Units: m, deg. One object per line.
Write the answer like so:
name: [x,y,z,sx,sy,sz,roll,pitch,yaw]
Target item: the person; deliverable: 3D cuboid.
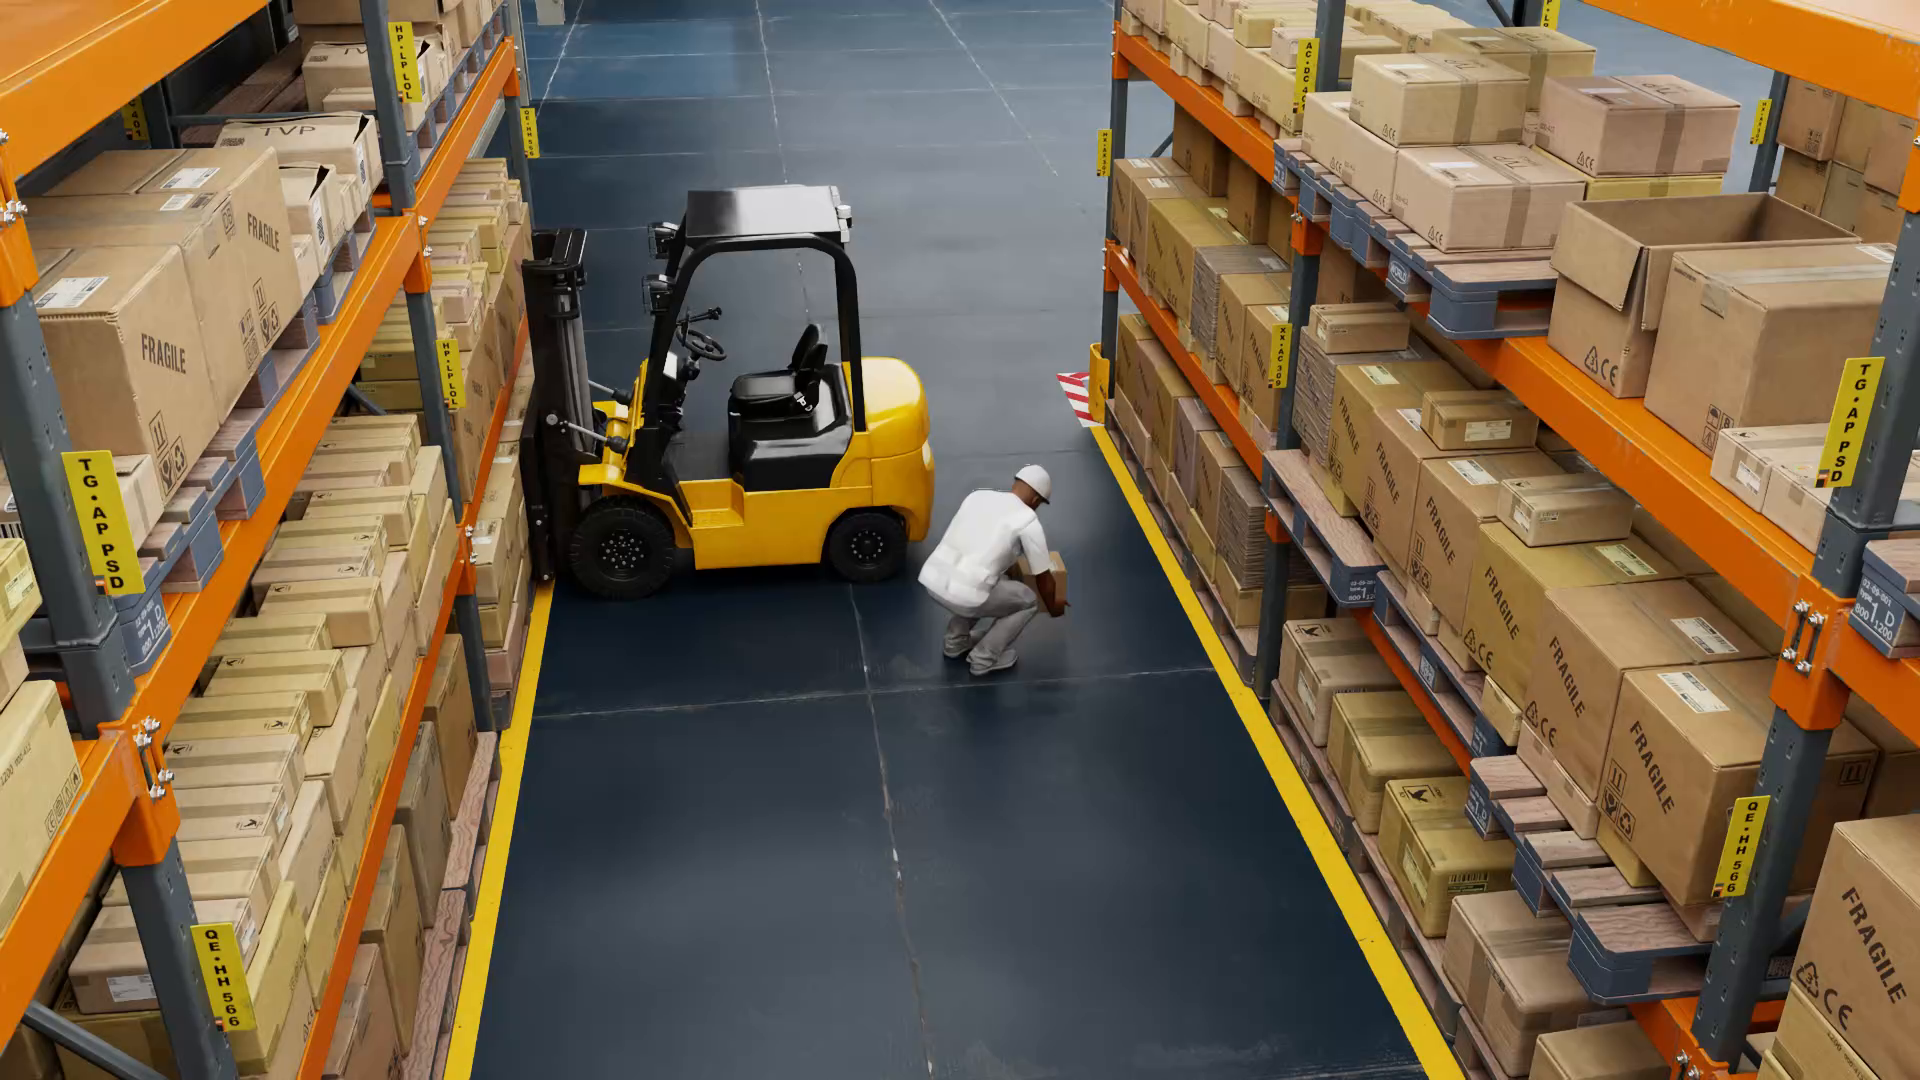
person: [0.175,0.148,9.120,0.889,1.029,0.583,-19,33,-33]
